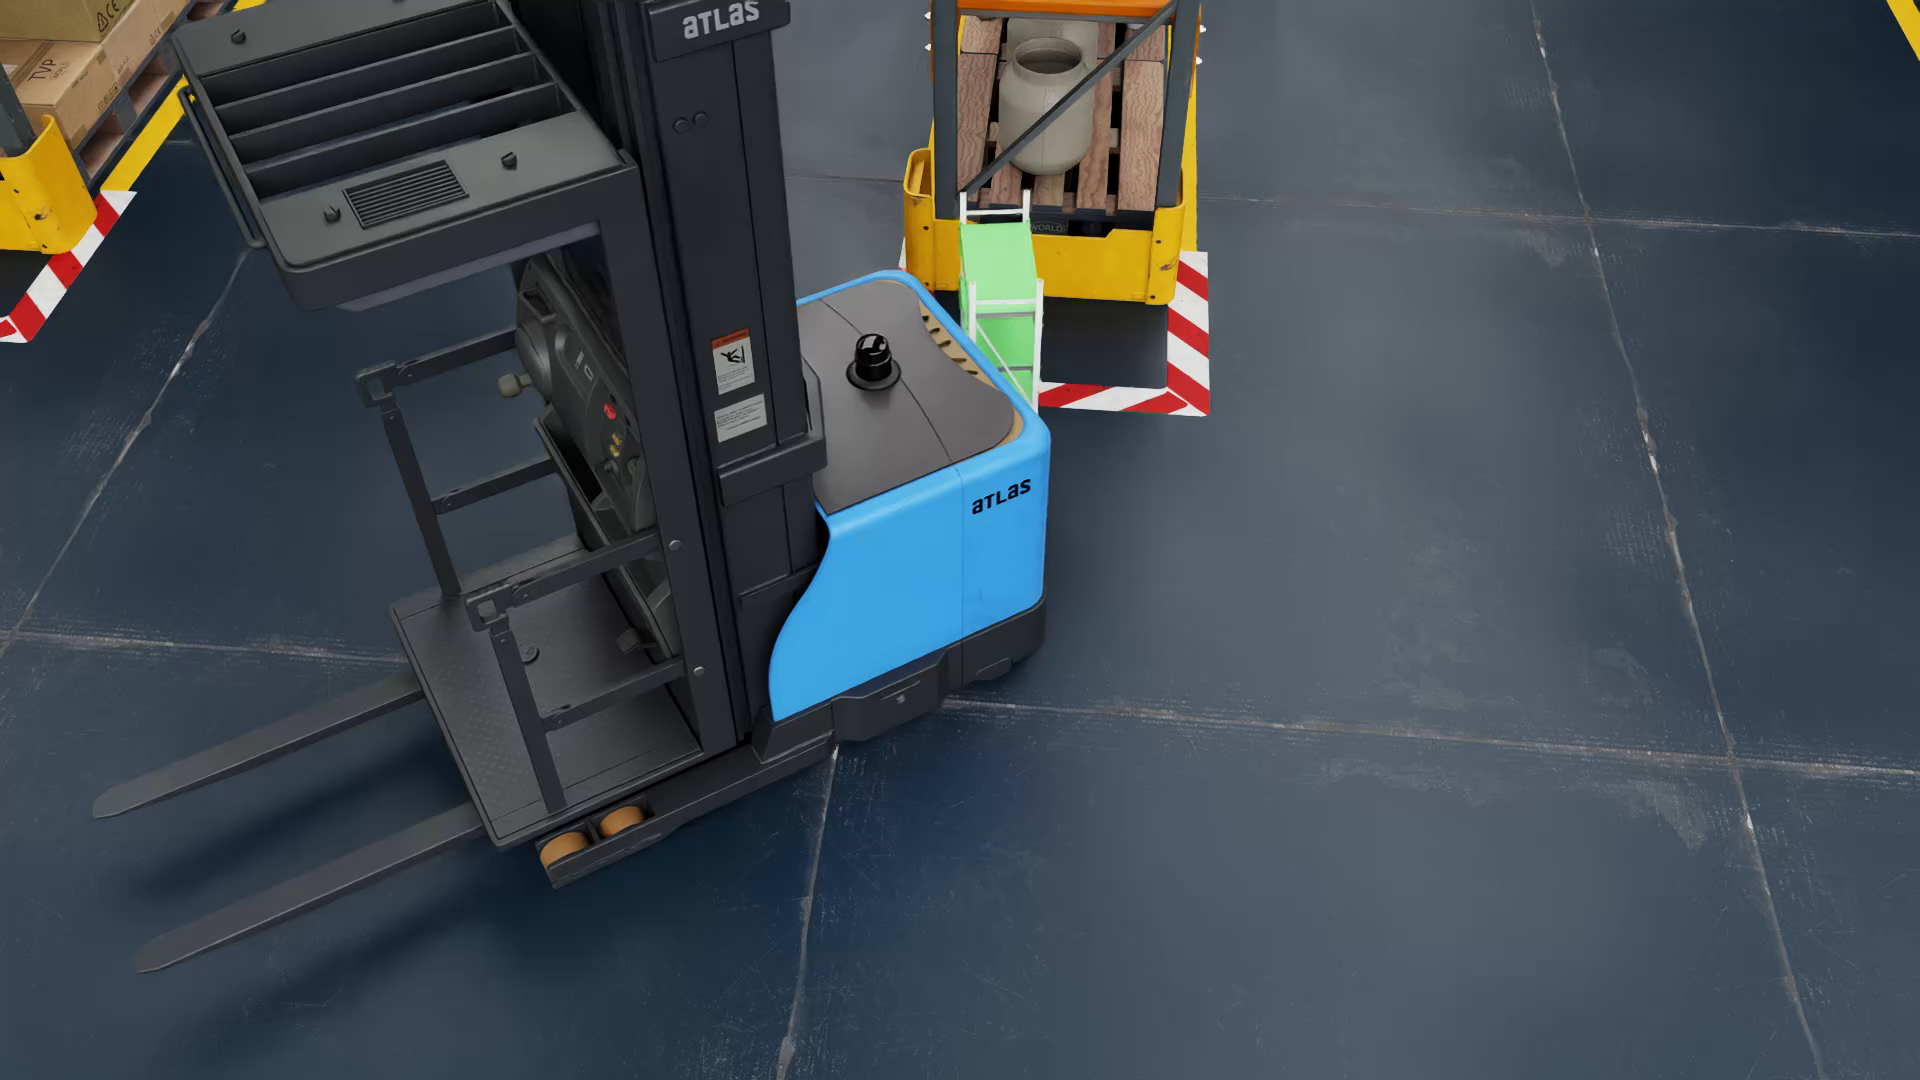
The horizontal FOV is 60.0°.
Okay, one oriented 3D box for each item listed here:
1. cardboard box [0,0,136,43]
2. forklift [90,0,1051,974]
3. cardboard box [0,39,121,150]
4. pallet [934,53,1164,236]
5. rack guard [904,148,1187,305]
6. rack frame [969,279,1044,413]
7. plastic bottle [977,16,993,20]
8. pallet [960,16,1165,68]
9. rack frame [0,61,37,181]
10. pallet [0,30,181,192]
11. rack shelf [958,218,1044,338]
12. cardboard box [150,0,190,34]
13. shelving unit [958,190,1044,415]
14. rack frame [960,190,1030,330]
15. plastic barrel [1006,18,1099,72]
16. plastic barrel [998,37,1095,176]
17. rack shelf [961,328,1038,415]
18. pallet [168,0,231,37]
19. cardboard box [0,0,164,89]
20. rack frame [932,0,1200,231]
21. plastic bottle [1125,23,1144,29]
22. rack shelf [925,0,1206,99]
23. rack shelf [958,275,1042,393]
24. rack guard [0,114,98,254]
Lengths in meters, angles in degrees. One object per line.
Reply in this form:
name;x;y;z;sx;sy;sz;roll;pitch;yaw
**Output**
cardboard box;-4.220;-2.680;7.739;0.500;0.500;0.500;4;48;4
forklift;-1.238;-0.357;4.591;3.031;2.935;1.130;-23;52;-20
cardboard box;-4.264;-2.059;7.679;0.500;0.250;0.500;4;48;4
pallet;0.437;-1.845;7.794;1.003;0.211;1.213;4;48;4
rack guard;0.358;-1.346;7.142;1.175;0.500;0.348;4;48;4
rack frame;0.151;-0.431;5.832;0.240;1.200;0.015;-3;48;-2
plastic bottle;0.129;-2.713;8.297;0.097;0.201;0.097;0;48;0
pallet;0.551;-2.739;8.612;1.003;0.211;1.213;4;48;4
rack frame;-4.534;-2.466;6.473;1.000;3.000;0.127;4;48;4
pallet;-4.507;-2.090;8.018;1.003;0.211;1.213;4;48;4
rack shelf;0.135;-0.892;5.689;0.258;0.148;0.480;-3;48;-2
cardboard box;-4.176;-2.794;8.352;0.500;0.250;0.500;4;48;4
shelving unit;0.135;-0.611;5.996;0.258;1.200;0.503;-3;48;-2
rack frame;0.120;-0.791;6.160;0.240;1.200;0.015;-3;48;-2
plastic barrel;0.427;-2.289;7.713;0.421;0.512;0.421;0;48;0
plastic barrel;0.382;-1.921;7.376;0.421;0.512;0.421;0;48;0
rack shelf;0.135;-0.568;6.043;0.258;0.148;0.480;-3;48;-2
pallet;-4.393;-2.984;8.836;1.003;0.211;1.213;4;48;4
cardboard box;-4.222;-2.427;8.015;0.500;0.250;0.500;4;48;4
rack frame;0.398;-2.130;6.166;1.000;3.000;0.127;4;48;4
plastic bottle;0.873;-2.669;8.209;0.097;0.271;0.097;0;48;0
rack shelf;0.580;-3.357;7.775;1.077;0.370;4.000;4;48;4
rack shelf;0.135;-0.730;5.866;0.258;0.148;0.480;-3;48;-2
rack guard;-4.537;-1.605;7.379;1.175;0.500;0.348;4;48;4
